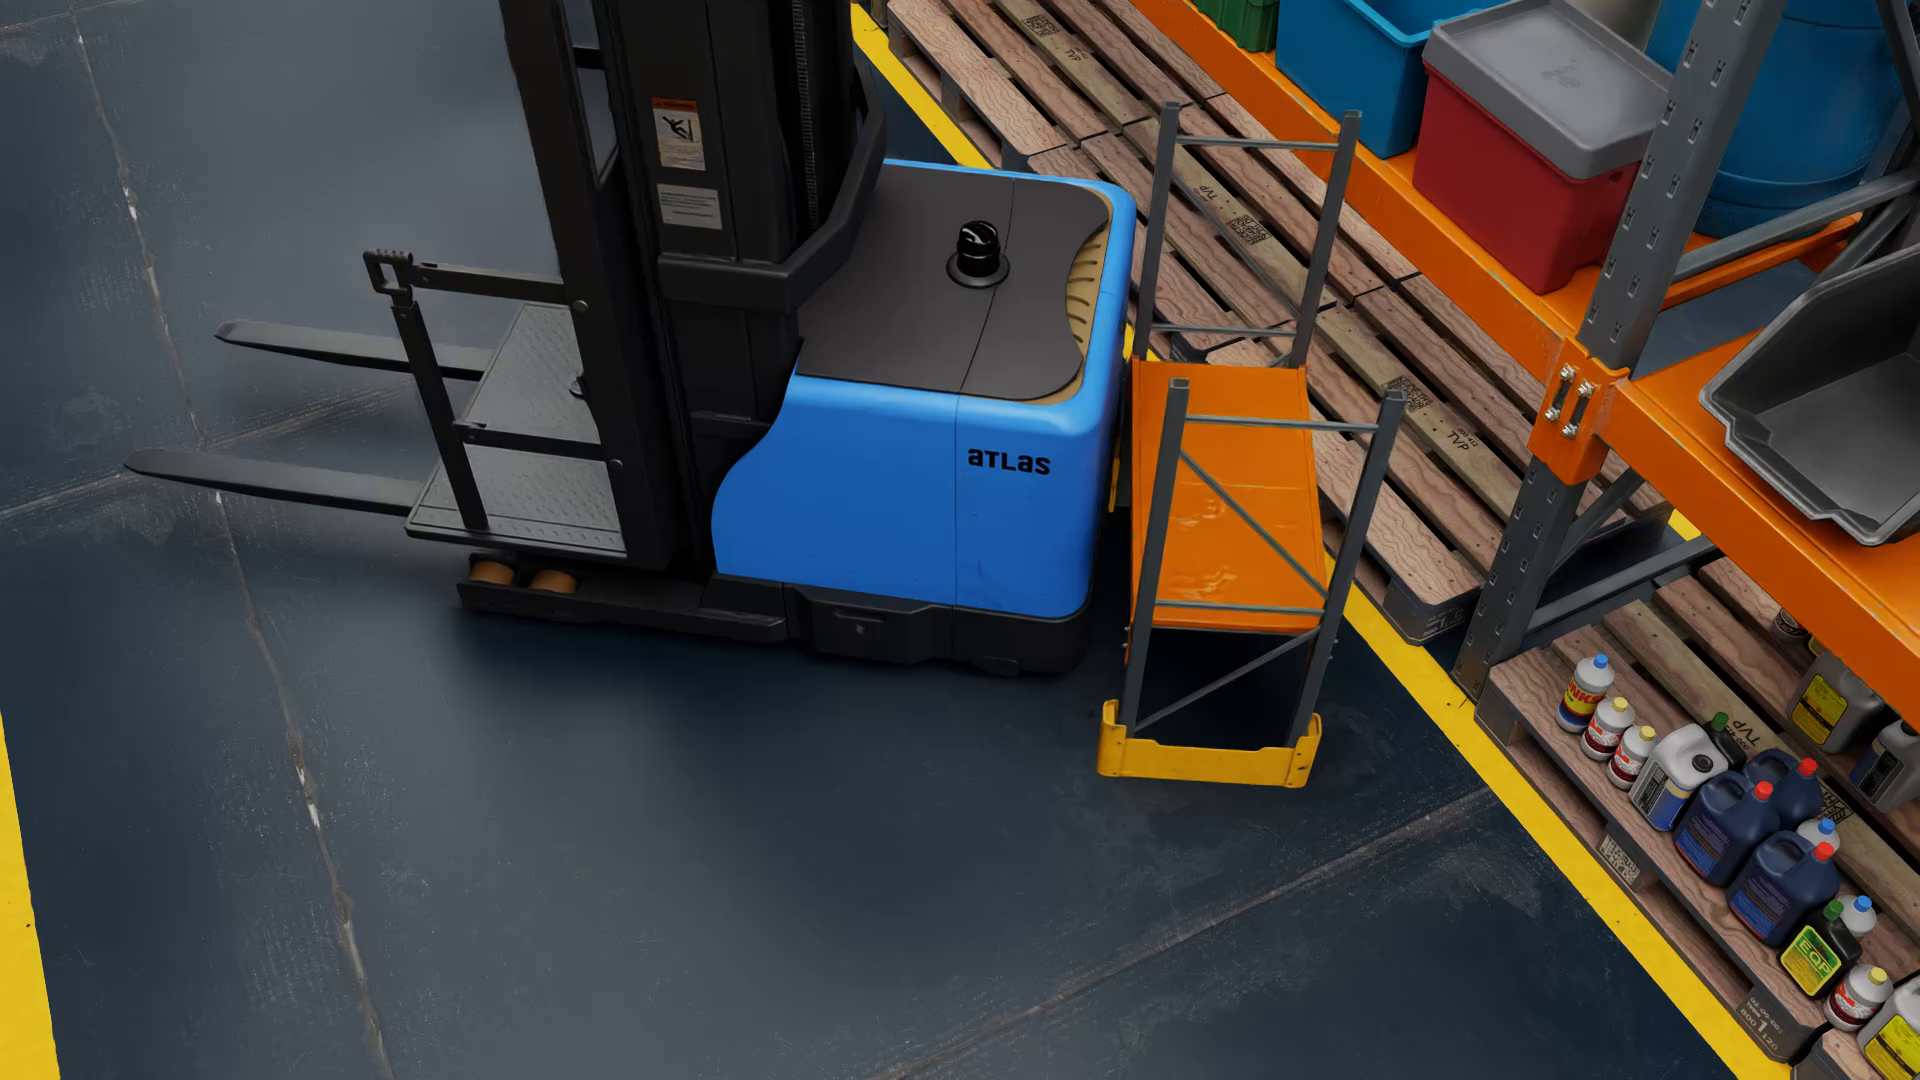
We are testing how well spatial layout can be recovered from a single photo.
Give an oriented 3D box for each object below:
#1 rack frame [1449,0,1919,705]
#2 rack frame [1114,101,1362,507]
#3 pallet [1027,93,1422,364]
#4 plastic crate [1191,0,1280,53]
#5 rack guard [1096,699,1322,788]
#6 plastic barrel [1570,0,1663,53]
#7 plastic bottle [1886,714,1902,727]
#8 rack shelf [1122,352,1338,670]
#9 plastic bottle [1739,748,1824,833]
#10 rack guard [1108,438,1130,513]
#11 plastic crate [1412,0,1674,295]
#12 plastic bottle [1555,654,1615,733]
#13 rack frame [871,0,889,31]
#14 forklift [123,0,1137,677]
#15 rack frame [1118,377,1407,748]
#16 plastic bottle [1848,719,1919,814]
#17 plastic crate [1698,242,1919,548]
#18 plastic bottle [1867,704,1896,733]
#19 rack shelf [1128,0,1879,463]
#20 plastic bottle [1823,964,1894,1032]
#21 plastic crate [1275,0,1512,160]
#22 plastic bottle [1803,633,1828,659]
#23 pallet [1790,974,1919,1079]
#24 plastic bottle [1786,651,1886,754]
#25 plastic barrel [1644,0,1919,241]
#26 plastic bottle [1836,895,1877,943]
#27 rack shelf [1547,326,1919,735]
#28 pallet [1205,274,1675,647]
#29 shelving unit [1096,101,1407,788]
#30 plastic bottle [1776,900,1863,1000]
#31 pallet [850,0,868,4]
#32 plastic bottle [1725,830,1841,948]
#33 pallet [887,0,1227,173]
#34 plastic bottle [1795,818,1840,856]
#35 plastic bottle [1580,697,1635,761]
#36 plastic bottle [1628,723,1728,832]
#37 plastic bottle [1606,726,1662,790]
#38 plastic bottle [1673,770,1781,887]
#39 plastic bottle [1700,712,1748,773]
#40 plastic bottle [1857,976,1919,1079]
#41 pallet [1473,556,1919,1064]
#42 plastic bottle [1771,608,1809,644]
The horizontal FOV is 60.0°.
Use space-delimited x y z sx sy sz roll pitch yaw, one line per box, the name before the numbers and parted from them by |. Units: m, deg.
rack frame | 1.915 -0.720 3.887 1.000 3.000 0.127 -21 52 -18
rack frame | 0.753 -0.597 4.764 0.500 1.500 0.032 3 49 2
pallet | 0.959 -1.132 6.100 1.003 0.211 1.213 -21 52 -18
plastic crate | 0.867 -1.719 4.901 0.450 0.188 0.662 -21 52 -18
rack guard | 0.679 0.564 4.585 0.587 0.250 0.087 3 49 2
plastic barrel | 1.672 -1.481 4.462 0.433 0.535 0.433 0 49 0
plastic bottle | 2.554 0.467 4.316 0.144 0.351 0.185 -24 53 -19
rack shelf | 0.717 -0.096 4.568 0.538 0.185 1.000 3 49 2
plastic bottle | 2.044 0.641 4.164 0.144 0.351 0.185 -21 52 -18
rack guard | 0.744 -0.188 5.236 0.587 0.250 0.087 3 49 2
plastic crate | 1.422 -0.960 4.054 0.402 0.464 0.583 -21 52 -18
plastic bottle | 1.671 0.398 4.430 0.097 0.271 0.097 0 49 0
rack frame | 0.085 -3.397 6.228 1.000 3.000 0.127 -21 52 -18
forklift | -1.051 -1.103 4.268 3.031 2.935 1.130 7 49 6
rack frame | 0.686 0.169 4.100 0.500 1.500 0.032 3 49 2
plastic bottle | 2.434 0.560 4.285 0.152 0.276 0.135 -21 52 -18
plastic crate | 2.042 -0.305 3.566 0.767 0.338 0.504 -21 52 -18
plastic bottle | 2.466 0.339 4.428 0.144 0.351 0.185 -22 53 -18
rack shelf | 1.000 -1.822 5.328 1.077 0.370 4.000 -21 52 -18
plastic bottle | 2.111 1.063 3.894 0.097 0.201 0.097 0 49 0
plastic crate | 1.134 -1.346 4.445 0.392 0.384 0.575 -21 52 -18
plastic bottle | 2.429 0.238 4.562 0.061 0.283 0.133 -19 51 -16
pallet | 2.748 1.479 3.816 1.003 0.211 1.213 -21 52 -18
plastic bottle | 2.338 0.389 4.385 0.144 0.351 0.185 -21 52 -18
plastic barrel | 2.008 -1.248 4.016 0.600 0.901 0.708 -21 52 -18
plastic bottle | 2.103 0.928 3.965 0.097 0.271 0.097 0 49 0
rack shelf | 2.830 0.855 2.987 1.077 0.370 4.000 -21 52 -18
pallet | 1.521 -0.314 5.385 1.003 0.211 1.213 -21 52 -18
shelving unit | 0.720 -0.221 4.438 0.587 1.500 1.083 3 49 2
plastic bottle | 2.040 0.964 3.927 0.061 0.283 0.133 -19 52 -16
pallet | -0.313 -2.992 7.727 1.003 0.211 1.213 -21 52 -18
plastic bottle | 2.002 0.817 4.010 0.144 0.351 0.185 -23 53 -19
pallet | 0.405 -1.947 6.813 1.003 0.211 1.213 -21 52 -18
plastic bottle | 2.089 0.772 4.102 0.097 0.271 0.097 0 49 0
plastic bottle | 1.718 0.489 4.397 0.097 0.201 0.097 0 49 0
plastic bottle | 1.843 0.603 4.247 0.152 0.276 0.135 -19 52 -16
plastic bottle | 1.764 0.557 4.337 0.097 0.201 0.097 0 49 0
plastic bottle | 1.916 0.690 4.121 0.144 0.351 0.185 -20 52 -17
plastic bottle | 1.938 0.564 4.277 0.061 0.283 0.133 -21 52 -18
plastic bottle | 2.196 1.101 3.762 0.144 0.351 0.185 -22 52 -18
pallet | 2.185 0.662 4.531 1.003 0.211 1.213 -21 52 -18
plastic bottle | 2.358 0.192 4.656 0.097 0.201 0.097 0 49 0
